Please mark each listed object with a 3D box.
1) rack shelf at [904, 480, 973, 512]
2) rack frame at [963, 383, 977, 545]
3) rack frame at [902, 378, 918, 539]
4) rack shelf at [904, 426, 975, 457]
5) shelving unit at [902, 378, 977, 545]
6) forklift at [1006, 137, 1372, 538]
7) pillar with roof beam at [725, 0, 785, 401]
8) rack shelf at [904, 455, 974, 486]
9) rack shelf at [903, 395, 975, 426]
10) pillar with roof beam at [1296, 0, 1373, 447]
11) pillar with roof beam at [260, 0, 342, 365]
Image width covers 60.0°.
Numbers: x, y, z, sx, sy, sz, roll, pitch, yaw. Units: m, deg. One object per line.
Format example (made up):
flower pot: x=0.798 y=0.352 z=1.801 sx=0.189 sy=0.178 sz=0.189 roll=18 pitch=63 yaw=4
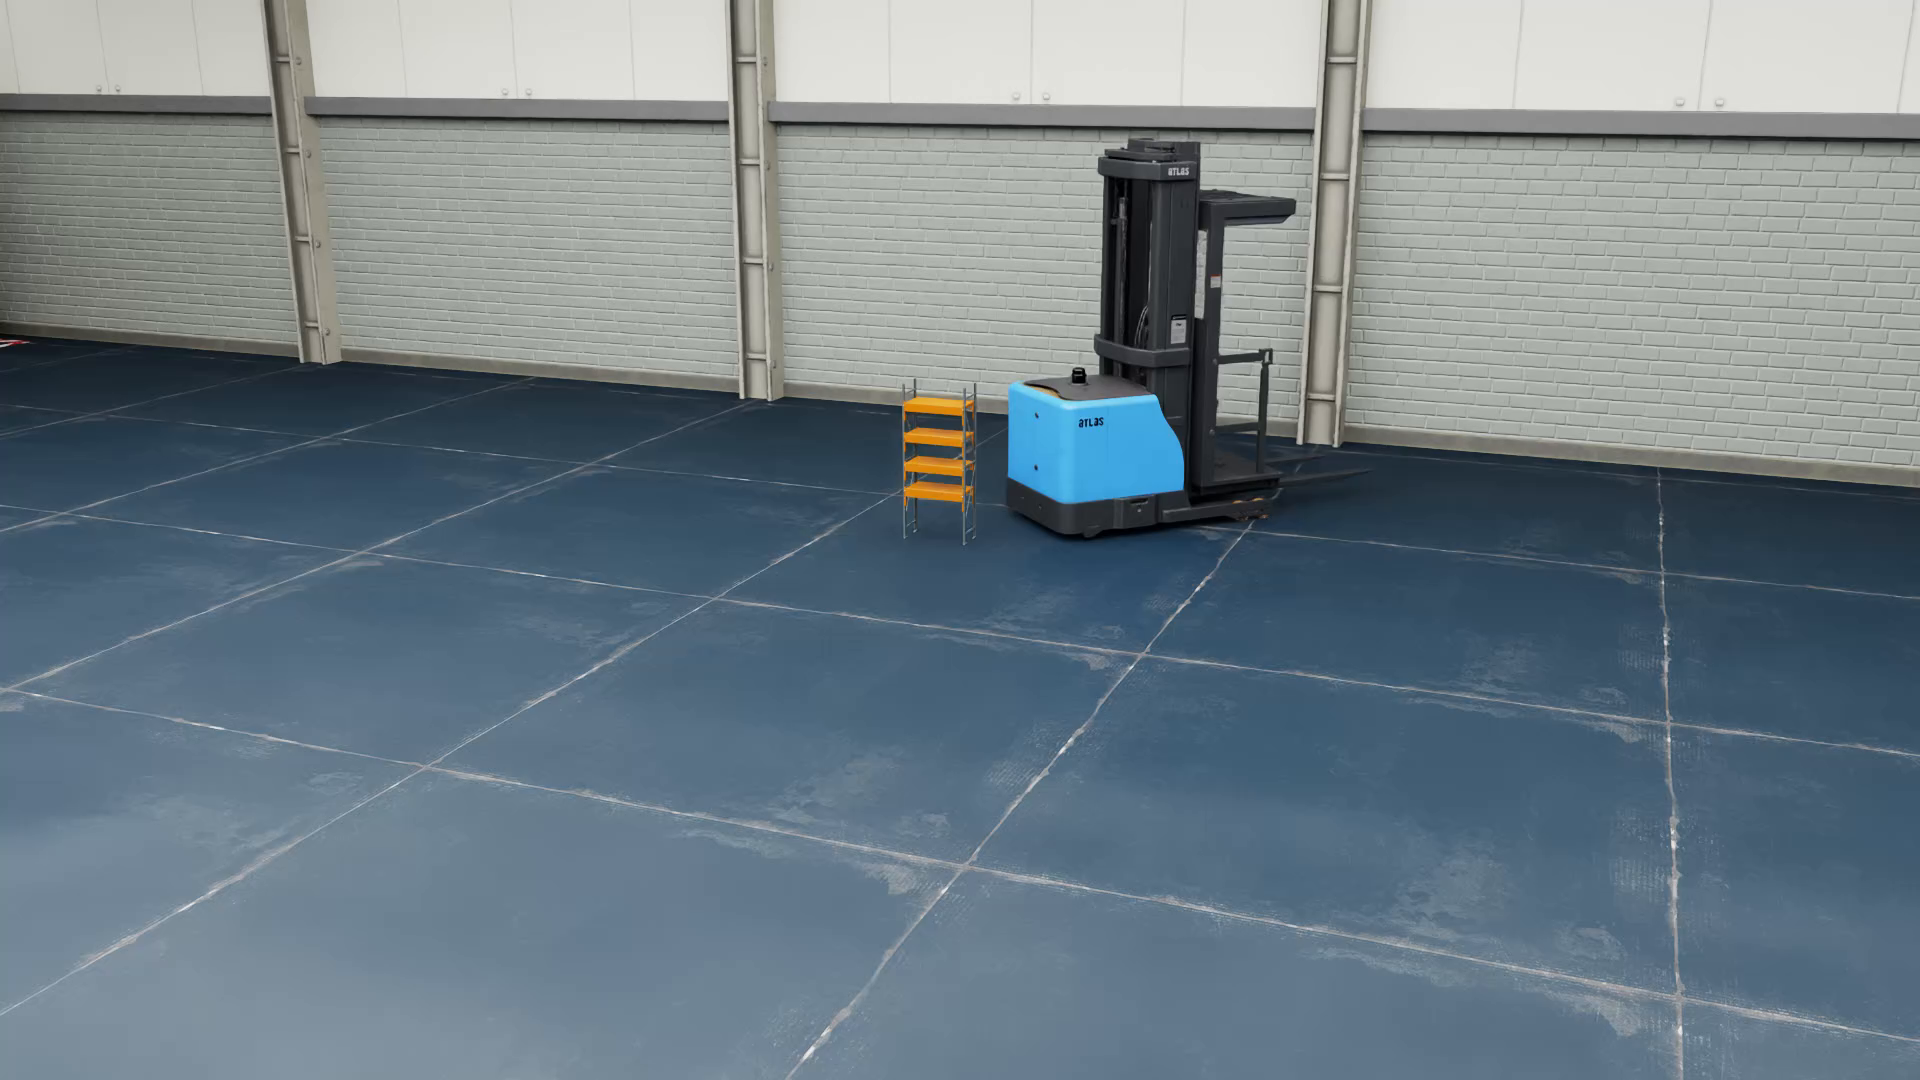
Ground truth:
rack shelf: x=-0.154 y=-0.338 z=12.639 sx=0.480 sy=0.148 sz=0.258 roll=6 pitch=17 yaw=21
rack frame: x=0.073 y=-0.568 z=12.479 sx=0.015 sy=1.200 sz=0.240 roll=6 pitch=17 yaw=21
rack frame: x=-0.381 y=-0.618 z=12.651 sx=0.015 sy=1.200 sz=0.240 roll=6 pitch=17 yaw=21
rack shelf: x=-0.154 y=-0.743 z=12.521 sx=0.480 sy=0.148 sz=0.258 roll=6 pitch=17 yaw=21
shelving unit: x=-0.154 y=-0.593 z=12.565 sx=0.503 sy=1.200 sz=0.258 roll=6 pitch=17 yaw=21
forklift: x=1.930 y=-1.681 z=13.205 sx=3.031 sy=2.935 sz=1.130 roll=-7 pitch=18 yaw=-24
pillar with roof beam: x=-3.720 y=-4.752 z=12.902 sx=0.400 sy=9.000 sz=9.100 roll=6 pitch=17 yaw=21
rack shelf: x=-0.154 y=-0.529 z=12.583 sx=0.480 sy=0.148 sz=0.258 roll=6 pitch=17 yaw=21
rack shelf: x=-0.154 y=-0.971 z=12.455 sx=0.480 sy=0.148 sz=0.258 roll=6 pitch=17 yaw=21
pillar with roof beam: x=1.861 y=-4.138 z=10.788 sx=0.400 sy=9.000 sz=9.100 roll=6 pitch=17 yaw=21
pillar with roof beam: x=-9.302 y=-5.366 z=15.016 sx=0.400 sy=9.000 sz=9.100 roll=6 pitch=17 yaw=21
